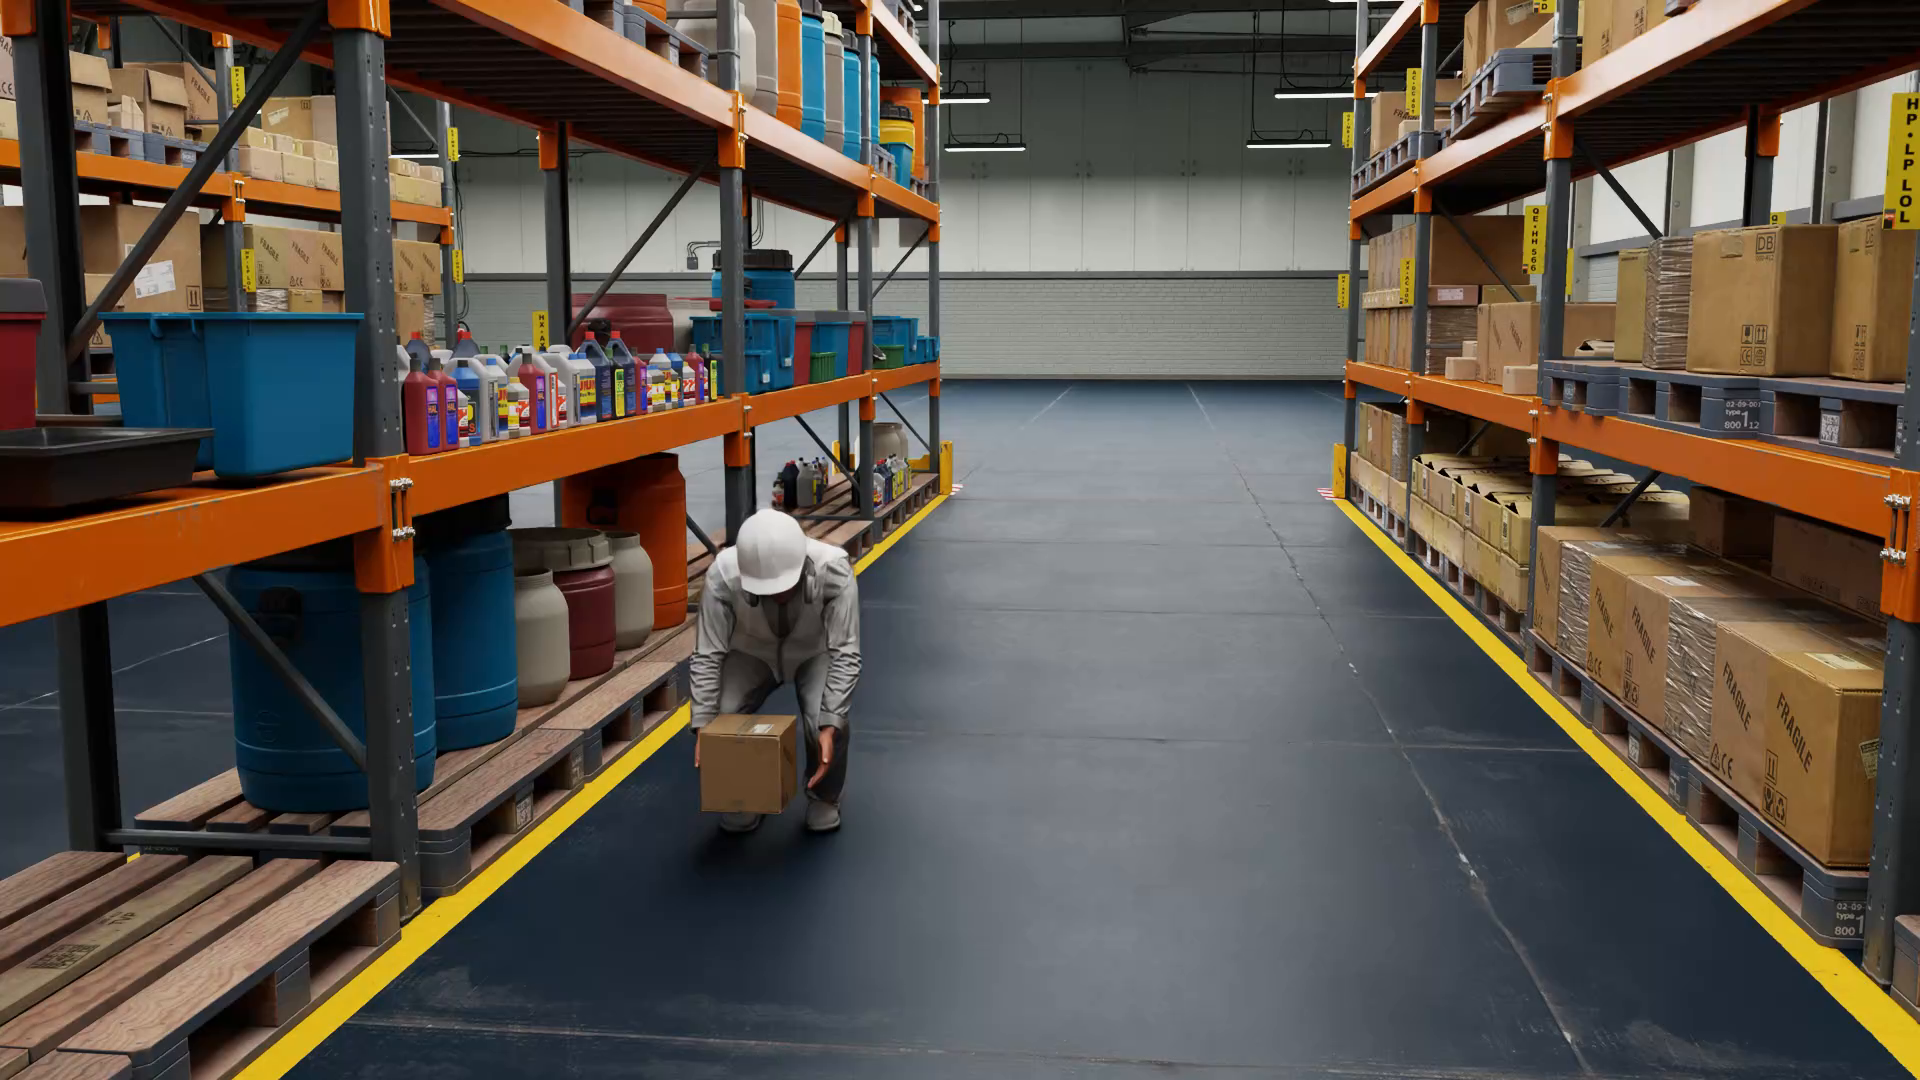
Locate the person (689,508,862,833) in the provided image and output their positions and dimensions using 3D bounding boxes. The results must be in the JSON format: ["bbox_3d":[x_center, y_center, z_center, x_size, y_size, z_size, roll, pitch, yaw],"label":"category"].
[{"bbox_3d":[-0.573,0.421,5.504,0.556,1.122,0.865,1,8,6],"label":"person"}]
